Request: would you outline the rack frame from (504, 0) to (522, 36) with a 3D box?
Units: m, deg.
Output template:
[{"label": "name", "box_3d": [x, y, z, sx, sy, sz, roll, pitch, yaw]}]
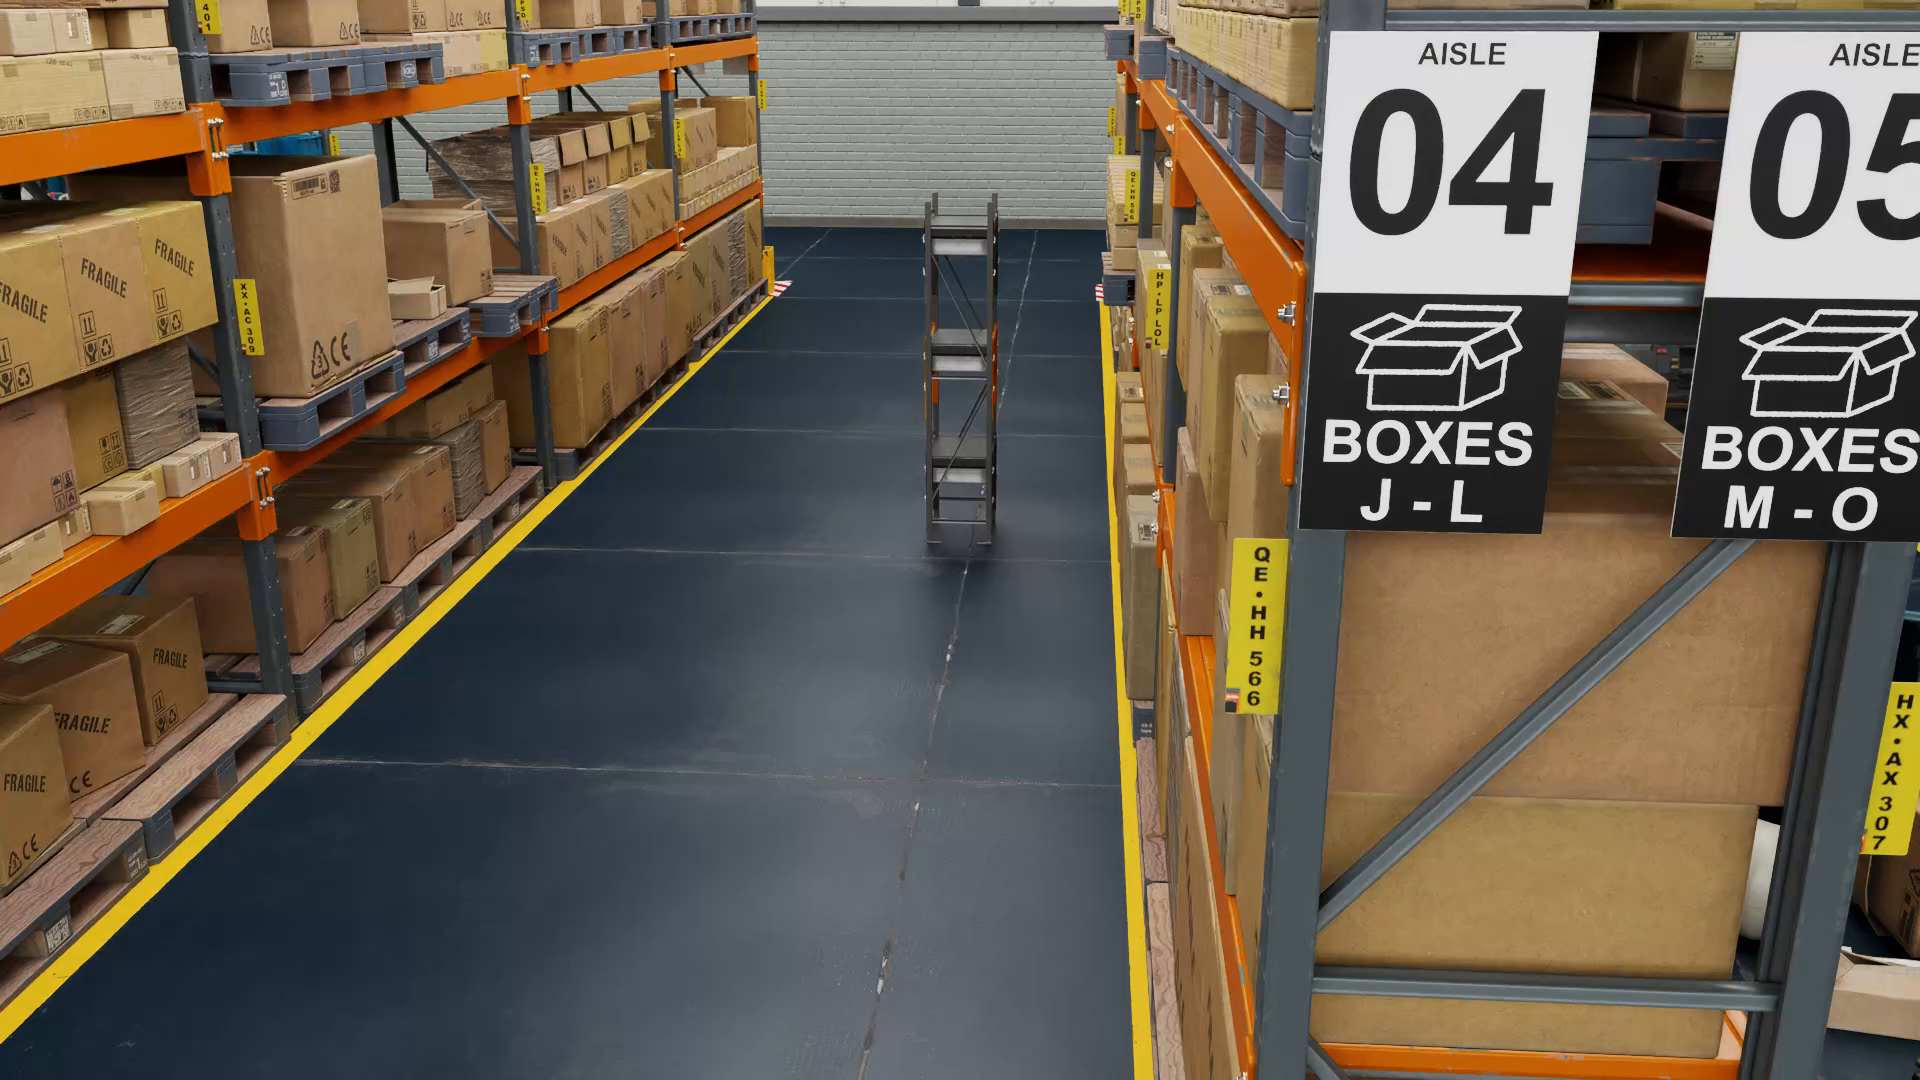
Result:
[{"label": "rack frame", "box_3d": [-3.307, -4.645, 10.148, 1.000, 3.000, 0.127, 1, 18, 4]}]

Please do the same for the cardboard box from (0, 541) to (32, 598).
[{"label": "cardboard box", "box_3d": [-3.438, 0.106, 5.685, 0.380, 0.149, 0.250, 1, 18, 4]}]

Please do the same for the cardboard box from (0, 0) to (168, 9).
[{"label": "cardboard box", "box_3d": [-3.371, -2.259, 6.240, 0.500, 0.500, 0.500, 1, 18, 2]}]

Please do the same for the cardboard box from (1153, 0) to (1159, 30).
[{"label": "cardboard box", "box_3d": [1.362, -3.063, 9.443, 0.500, 0.311, 0.500, 1, 18, 4]}]

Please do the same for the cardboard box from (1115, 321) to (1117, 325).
[{"label": "cardboard box", "box_3d": [1.665, -2.031, 15.709, 0.380, 0.149, 0.250, 1, 18, 2]}]

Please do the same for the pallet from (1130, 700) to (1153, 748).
[{"label": "pallet", "box_3d": [1.327, 0.674, 8.028, 1.003, 0.211, 1.213, 1, 18, 4]}]

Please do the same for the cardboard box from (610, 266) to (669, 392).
[{"label": "cardboard box", "box_3d": [-3.109, -1.750, 13.684, 1.225, 0.875, 0.875, 1, 18, 2]}]

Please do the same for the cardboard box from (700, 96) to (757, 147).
[{"label": "cardboard box", "box_3d": [-2.506, -4.548, 18.046, 0.500, 0.500, 0.500, 2, 18, 5]}]

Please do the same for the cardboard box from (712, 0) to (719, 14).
[{"label": "cardboard box", "box_3d": [-2.878, -5.664, 17.080, 0.700, 0.500, 0.500, 1, 18, 2]}]

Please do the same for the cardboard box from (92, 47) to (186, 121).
[{"label": "cardboard box", "box_3d": [-3.366, -1.759, 6.397, 0.500, 0.250, 0.500, 2, 18, 6]}]

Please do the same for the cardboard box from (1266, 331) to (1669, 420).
[{"label": "cardboard box", "box_3d": [1.248, -0.210, 4.273, 0.875, 0.550, 0.550, 1, 18, 4]}]

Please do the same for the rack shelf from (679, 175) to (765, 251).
[{"label": "rack shelf", "box_3d": [-2.877, -3.316, 16.881, 1.077, 0.370, 4.000, 1, 18, 4]}]

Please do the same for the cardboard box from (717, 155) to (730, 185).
[{"label": "cardboard box", "box_3d": [-2.610, -3.715, 16.707, 0.500, 0.250, 0.500, 1, 18, 4]}]

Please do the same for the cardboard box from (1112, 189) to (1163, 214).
[{"label": "cardboard box", "box_3d": [1.250, -2.337, 11.512, 0.380, 0.149, 0.250, 2, 18, 6]}]

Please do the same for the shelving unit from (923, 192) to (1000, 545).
[{"label": "shelving unit", "box_3d": [0.012, -1.049, 10.253, 0.431, 2.100, 0.503, 1, 18, 4]}]

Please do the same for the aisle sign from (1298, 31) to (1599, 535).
[{"label": "aisle sign", "box_3d": [0.755, -0.388, 2.614, 0.394, 0.787, 0.004, 1, 18, 4]}]

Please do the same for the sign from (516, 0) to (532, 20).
[{"label": "sign", "box_3d": [-2.766, -3.453, 10.496, 0.100, 0.325, 0.005, 1, 18, 4]}]

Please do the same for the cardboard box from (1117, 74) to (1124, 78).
[{"label": "cardboard box", "box_3d": [1.910, -4.668, 17.606, 0.500, 0.500, 0.500, 1, 18, 4]}]

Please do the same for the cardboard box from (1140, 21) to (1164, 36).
[{"label": "cardboard box", "box_3d": [1.421, -3.308, 10.725, 0.500, 0.500, 0.500, 1, 18, 4]}]

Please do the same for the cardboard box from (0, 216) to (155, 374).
[{"label": "cardboard box", "box_3d": [-3.386, -0.915, 6.154, 0.500, 0.500, 0.500, 1, 18, 4]}]

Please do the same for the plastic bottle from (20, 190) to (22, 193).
[{"label": "plastic bottle", "box_3d": [-8.412, -2.988, 14.911, 0.061, 0.283, 0.133, 1, 18, 4]}]

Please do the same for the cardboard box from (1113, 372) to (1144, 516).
[{"label": "cardboard box", "box_3d": [1.500, -0.596, 10.362, 1.050, 0.750, 0.750, 1, 18, 3]}]

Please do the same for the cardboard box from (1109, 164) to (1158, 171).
[{"label": "cardboard box", "box_3d": [1.378, -2.902, 13.235, 0.380, 0.149, 0.250, 1, 18, 3]}]

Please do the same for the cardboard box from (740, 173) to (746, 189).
[{"label": "cardboard box", "box_3d": [-2.485, -3.805, 17.622, 0.380, 0.149, 0.250, 2, 18, 5]}]

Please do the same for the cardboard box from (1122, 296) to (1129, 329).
[{"label": "cardboard box", "box_3d": [1.568, -1.874, 13.460, 0.500, 0.250, 0.500, 2, 18, 5]}]

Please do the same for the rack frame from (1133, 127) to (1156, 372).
[{"label": "rack frame", "box_3d": [1.633, -1.652, 10.649, 1.000, 3.000, 0.127, 1, 18, 4]}]

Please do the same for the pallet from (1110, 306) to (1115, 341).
[{"label": "pallet", "box_3d": [2.018, -2.159, 16.673, 1.003, 0.211, 1.213, 1, 18, 4]}]

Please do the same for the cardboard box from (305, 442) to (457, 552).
[{"label": "cardboard box", "box_3d": [-3.396, -0.258, 9.702, 0.700, 0.500, 0.500, 3, 18, 9]}]

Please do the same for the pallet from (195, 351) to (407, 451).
[{"label": "pallet", "box_3d": [-3.394, -0.695, 8.035, 1.003, 0.211, 1.213, 1, 18, 4]}]

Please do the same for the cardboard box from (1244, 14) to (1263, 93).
[{"label": "cardboard box", "box_3d": [0.782, -0.990, 3.377, 0.380, 0.149, 0.250, 2, 18, 5]}]

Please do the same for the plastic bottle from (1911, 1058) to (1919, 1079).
[{"label": "plastic bottle", "box_3d": [3.048, 1.701, 5.135, 0.133, 0.061, 0.283, -5, 19, -15]}]

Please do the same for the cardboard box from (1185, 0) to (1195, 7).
[{"label": "cardboard box", "box_3d": [0.998, -1.850, 5.363, 0.500, 0.250, 0.500, 1, 18, 3]}]

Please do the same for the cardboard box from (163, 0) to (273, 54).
[{"label": "cardboard box", "box_3d": [-3.461, -2.370, 7.181, 0.797, 0.503, 0.637, 0, 18, 1]}]

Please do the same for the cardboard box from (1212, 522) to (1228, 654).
[{"label": "cardboard box", "box_3d": [1.221, 0.137, 4.947, 0.875, 0.550, 0.500, 1, 18, 4]}]

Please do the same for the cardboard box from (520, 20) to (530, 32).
[{"label": "cardboard box", "box_3d": [-3.335, -3.660, 11.117, 0.797, 0.503, 0.637, 2, 18, 7]}]

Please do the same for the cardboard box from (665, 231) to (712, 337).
[{"label": "cardboard box", "box_3d": [-2.893, -2.430, 15.759, 0.875, 0.875, 0.875, 1, 18, 4]}]

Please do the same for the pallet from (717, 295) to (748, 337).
[{"label": "pallet", "box_3d": [-2.803, -2.326, 17.183, 1.003, 0.211, 1.213, 1, 18, 4]}]

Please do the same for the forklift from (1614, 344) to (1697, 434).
[{"label": "forklift", "box_3d": [3.570, -0.934, 8.566, 1.130, 2.935, 3.031, 1, 18, 2]}]

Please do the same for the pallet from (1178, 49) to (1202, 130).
[{"label": "pallet", "box_3d": [1.277, -1.539, 5.629, 1.003, 0.211, 1.213, 1, 18, 4]}]

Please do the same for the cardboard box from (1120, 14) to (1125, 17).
[{"label": "cardboard box", "box_3d": [1.797, -5.122, 15.859, 0.500, 0.250, 0.500, 1, 18, 2]}]

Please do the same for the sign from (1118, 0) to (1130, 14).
[{"label": "sign", "box_3d": [1.378, -4.576, 13.922, 0.100, 0.325, 0.005, 1, 18, 4]}]

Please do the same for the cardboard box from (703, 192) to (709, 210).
[{"label": "cardboard box", "box_3d": [-2.613, -3.247, 15.919, 0.380, 0.149, 0.250, 1, 18, 2]}]

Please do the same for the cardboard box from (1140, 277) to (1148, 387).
[{"label": "cardboard box", "box_3d": [1.224, -1.097, 8.794, 0.500, 0.500, 0.500, 1, 18, 3]}]

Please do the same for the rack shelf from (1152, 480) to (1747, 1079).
[{"label": "rack shelf", "box_3d": [1.203, 0.553, 5.074, 1.077, 0.370, 4.000, 1, 18, 4]}]

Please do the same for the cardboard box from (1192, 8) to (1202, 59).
[{"label": "cardboard box", "box_3d": [0.910, -1.542, 5.062, 0.380, 0.149, 0.250, 1, 18, 3]}]

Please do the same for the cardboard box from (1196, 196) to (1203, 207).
[{"label": "cardboard box", "box_3d": [1.448, -1.404, 8.124, 0.700, 0.500, 0.500, 1, 18, 4]}]

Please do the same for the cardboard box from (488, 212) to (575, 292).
[{"label": "cardboard box", "box_3d": [-3.000, -1.987, 11.509, 0.500, 0.500, 0.500, 2, 18, 6]}]

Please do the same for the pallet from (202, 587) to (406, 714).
[{"label": "pallet", "box_3d": [-3.539, 0.531, 8.463, 1.003, 0.211, 1.213, 1, 18, 4]}]

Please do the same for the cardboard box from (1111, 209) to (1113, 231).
[{"label": "cardboard box", "box_3d": [1.267, -2.280, 11.815, 0.380, 0.149, 0.250, 1, 18, 4]}]
